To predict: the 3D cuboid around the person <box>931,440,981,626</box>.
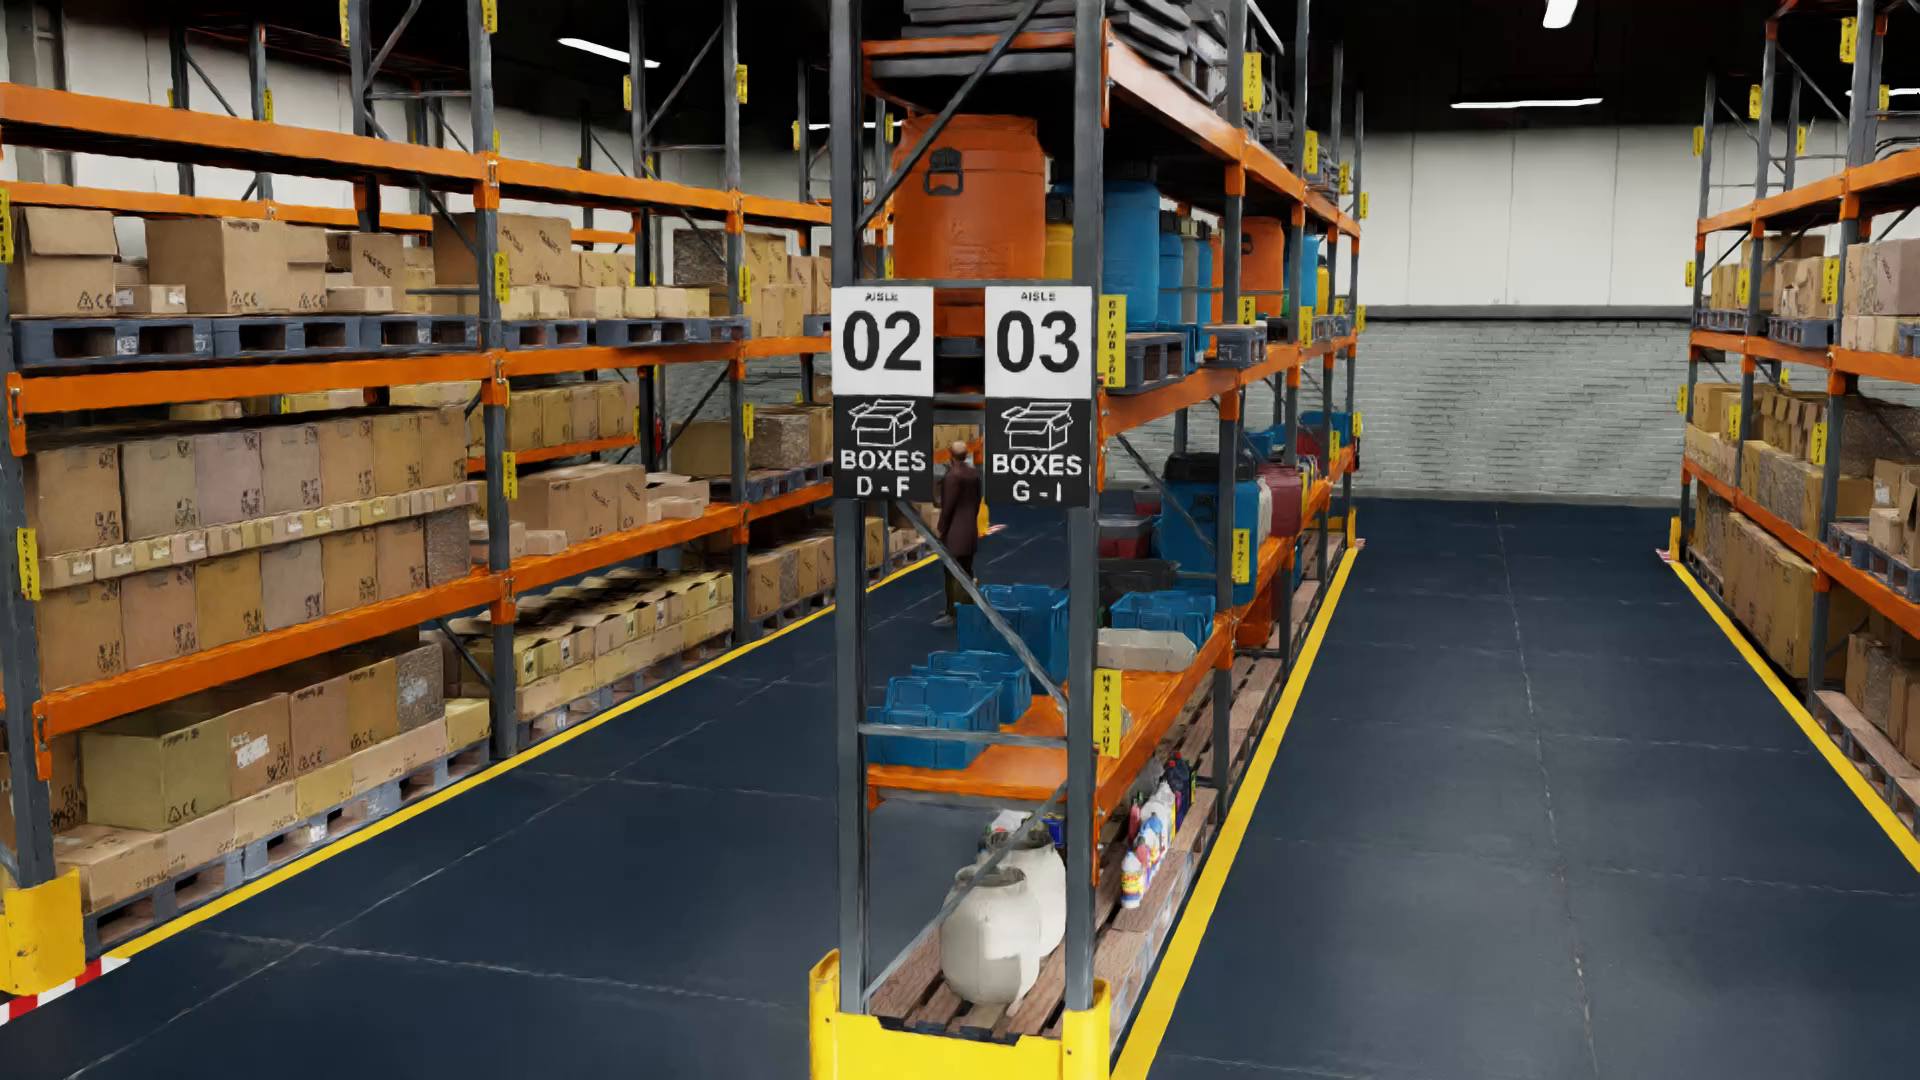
[{"bbox_3d":[-0.051,-0.071,16.341,0.435,1.830,0.634,5,10,32],"label":"person"}]
